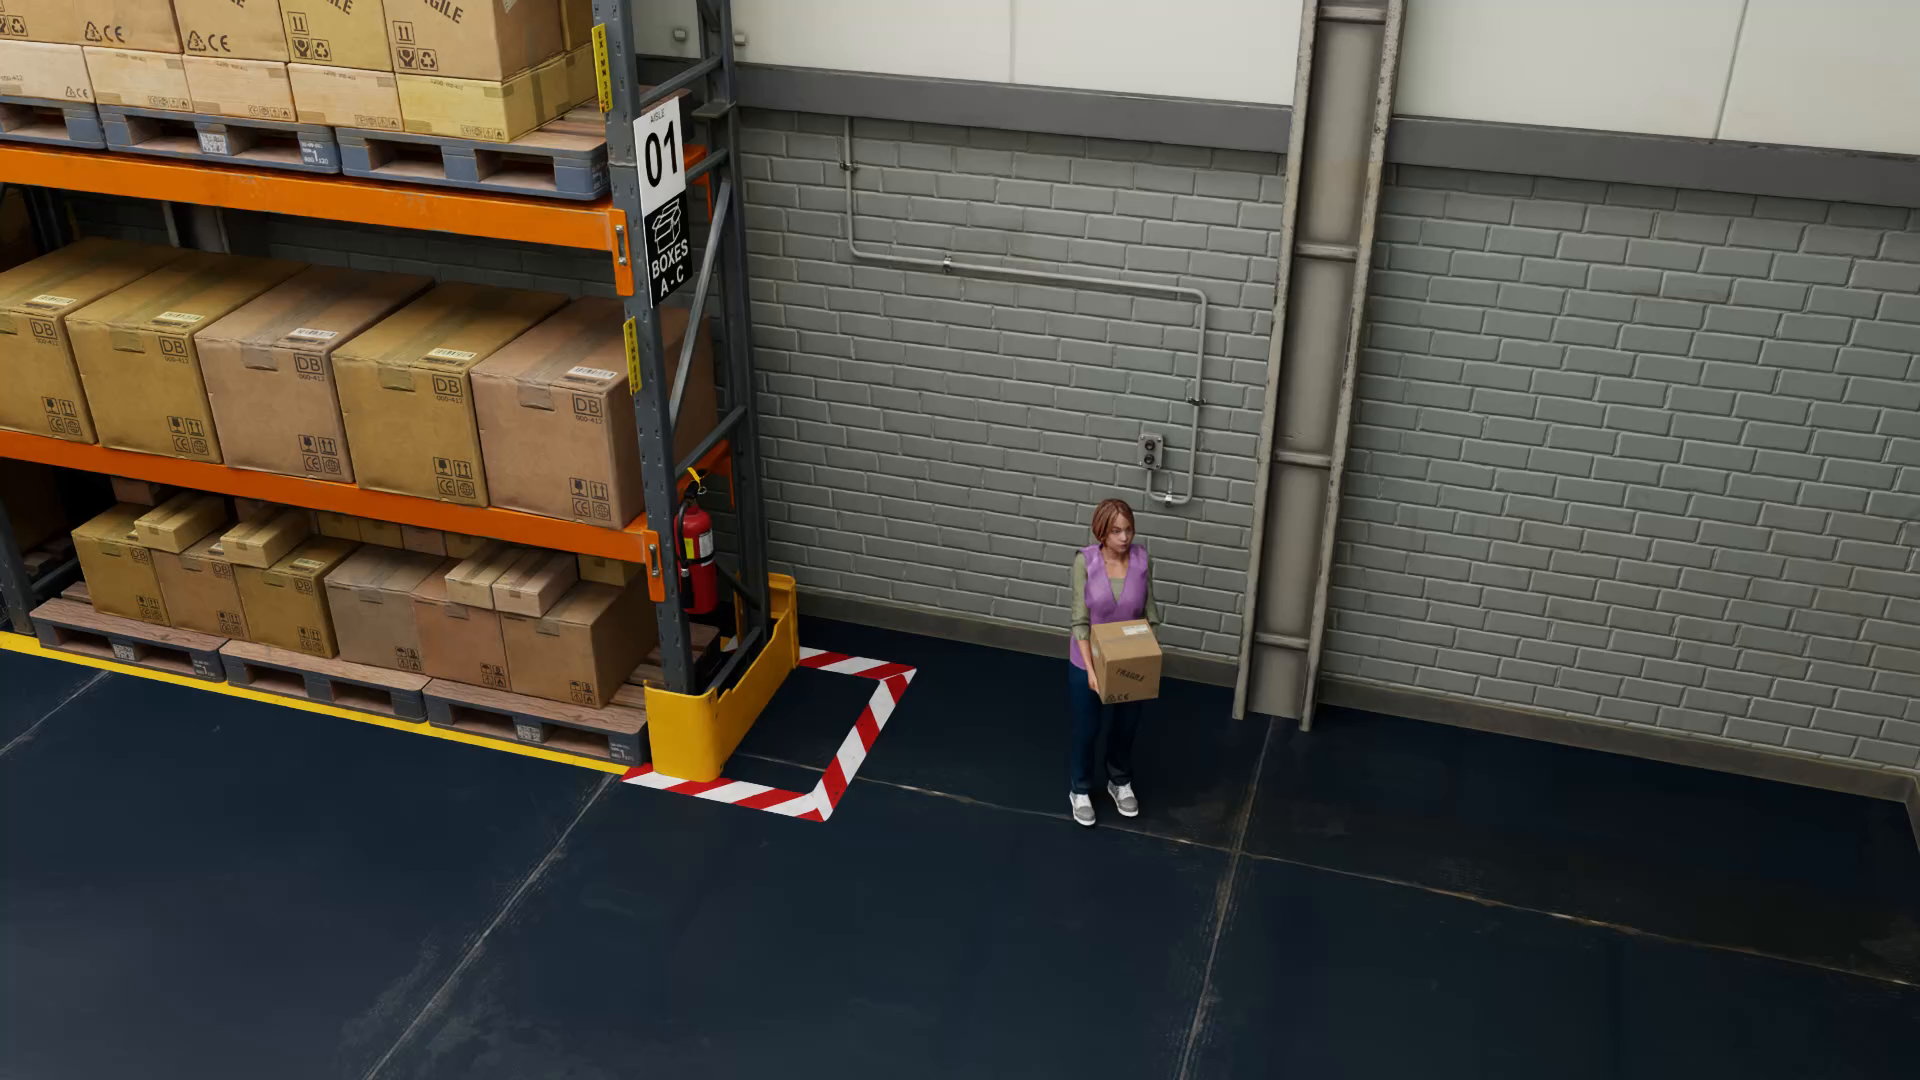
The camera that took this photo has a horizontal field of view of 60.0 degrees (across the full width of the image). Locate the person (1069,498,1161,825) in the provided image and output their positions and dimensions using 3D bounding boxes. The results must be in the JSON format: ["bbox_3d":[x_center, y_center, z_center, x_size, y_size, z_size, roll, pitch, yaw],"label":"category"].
[{"bbox_3d":[0.691,0.588,7.474,0.412,1.590,0.488,-6,30,-10],"label":"person"}]
